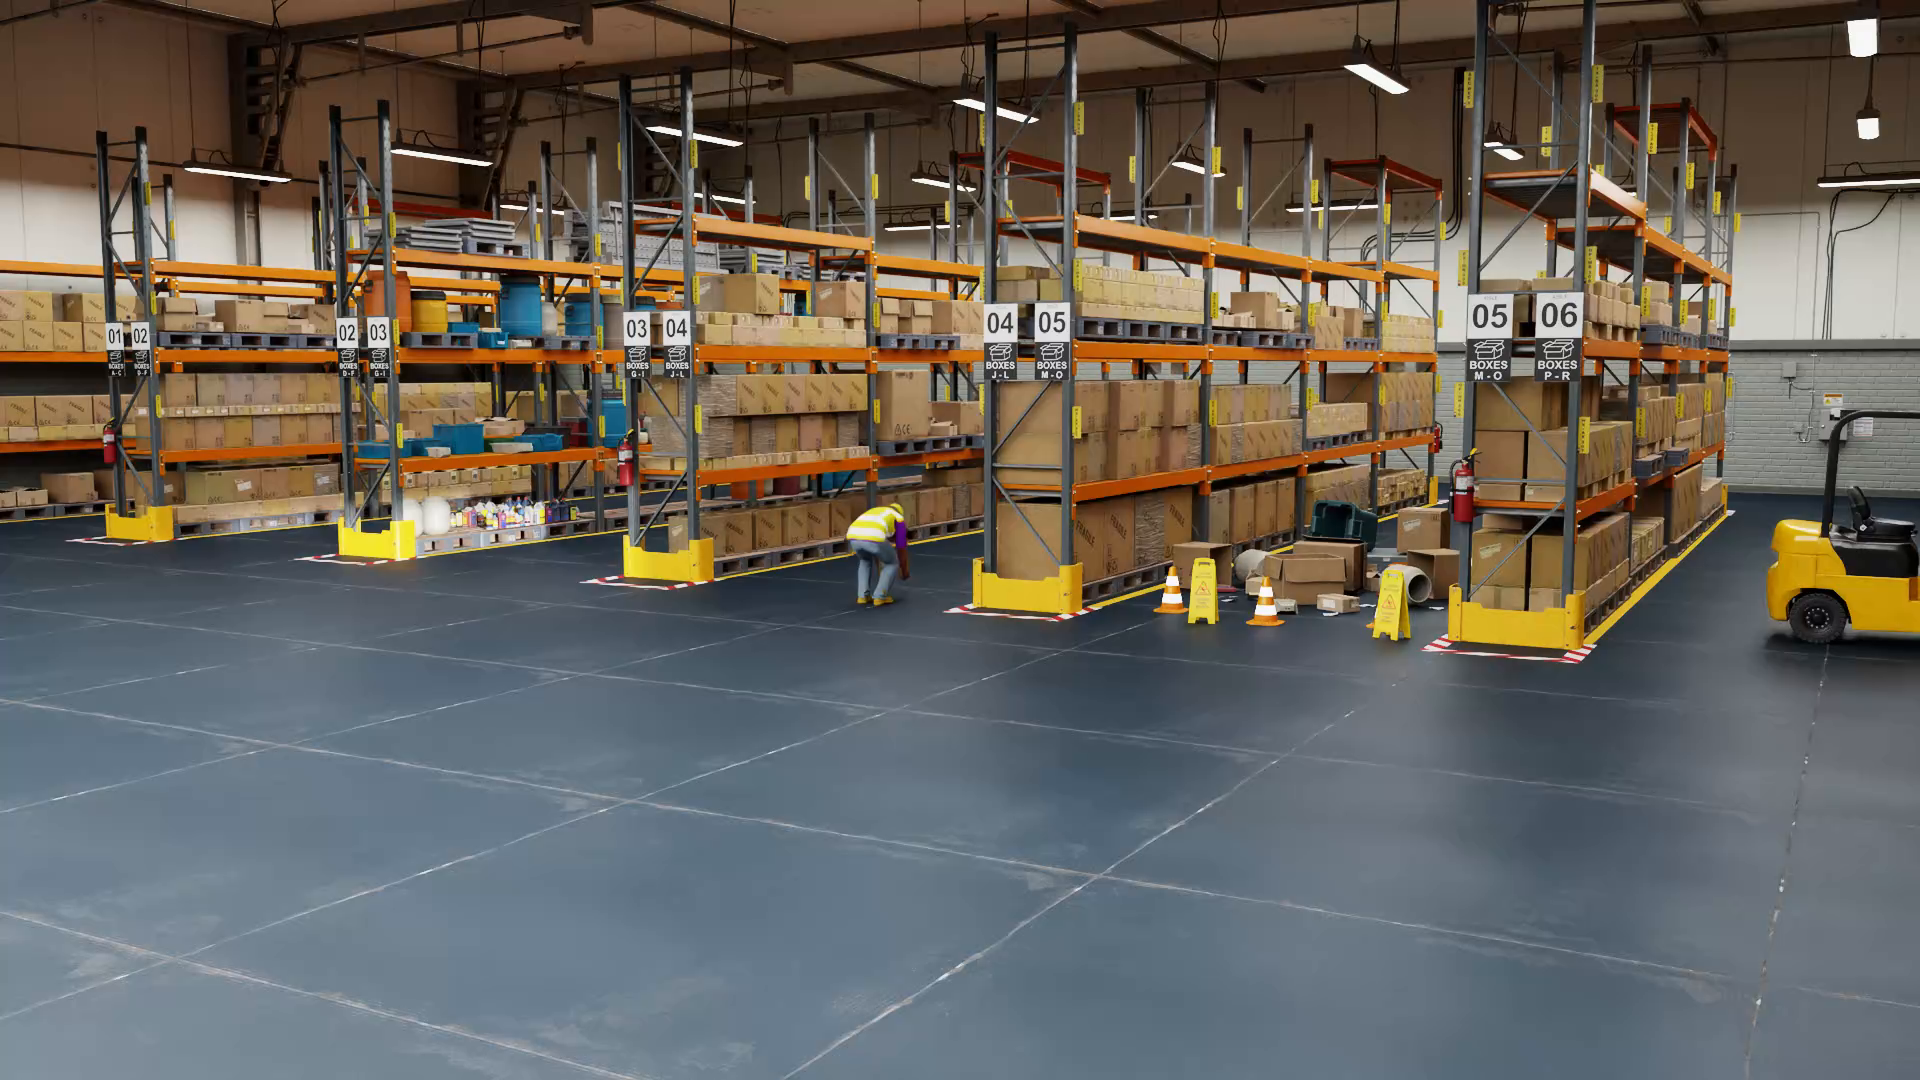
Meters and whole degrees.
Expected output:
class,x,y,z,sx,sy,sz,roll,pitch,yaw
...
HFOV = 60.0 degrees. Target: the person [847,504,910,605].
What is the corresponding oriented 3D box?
class,x,y,z,sx,sy,sz,roll,pitch,yaw
person,-0.877,0.150,18.098,0.522,1.041,0.965,3,7,26
